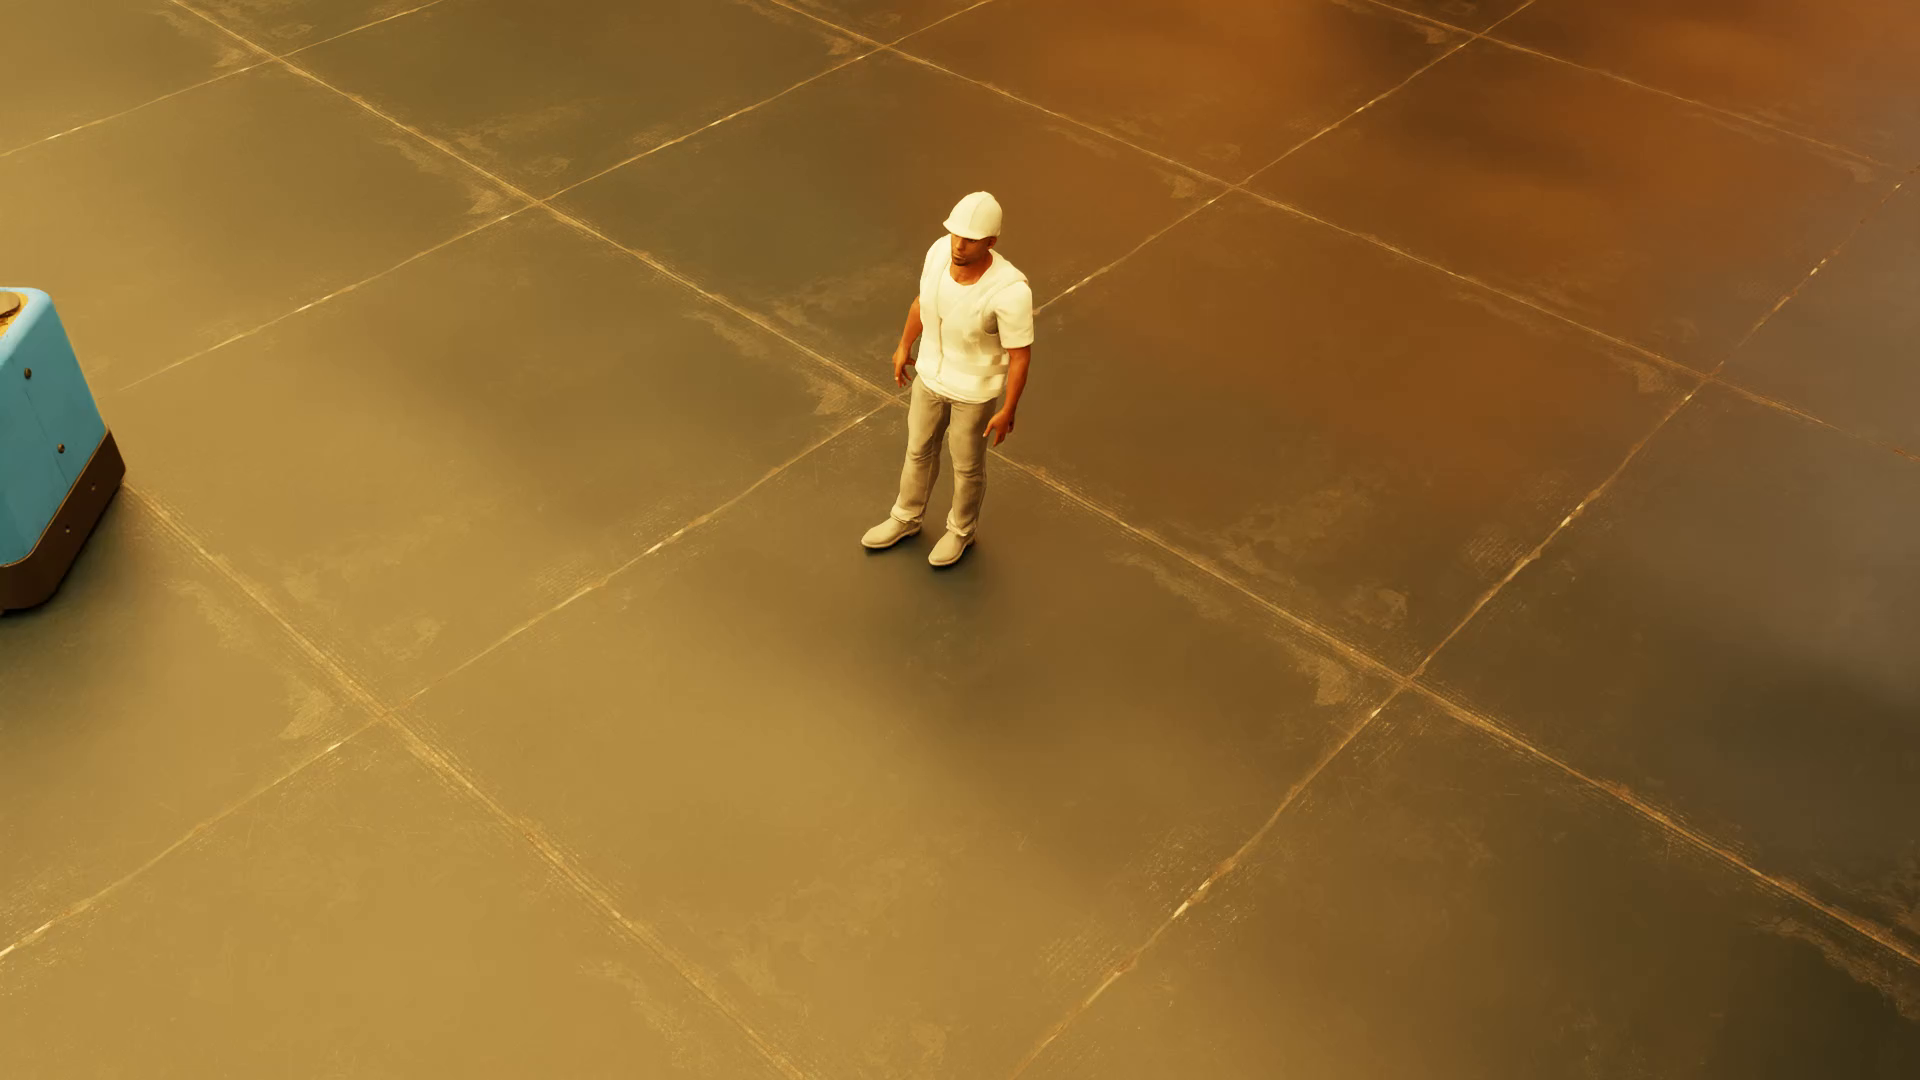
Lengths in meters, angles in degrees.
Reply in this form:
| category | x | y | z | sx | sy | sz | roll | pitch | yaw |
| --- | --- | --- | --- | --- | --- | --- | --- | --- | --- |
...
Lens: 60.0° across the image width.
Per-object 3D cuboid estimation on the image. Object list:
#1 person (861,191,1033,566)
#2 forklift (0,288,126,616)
| category | x | y | z | sx | sy | sz | roll | pitch | yaw |
| --- | --- | --- | --- | --- | --- | --- | --- | --- | --- |
| person | -0.052 | -0.645 | 7.063 | 0.665 | 1.768 | 0.575 | 31 | 49 | 31 |
| forklift | -5.499 | -1.092 | 6.702 | 3.031 | 2.935 | 1.130 | 0 | 41 | 0 |
